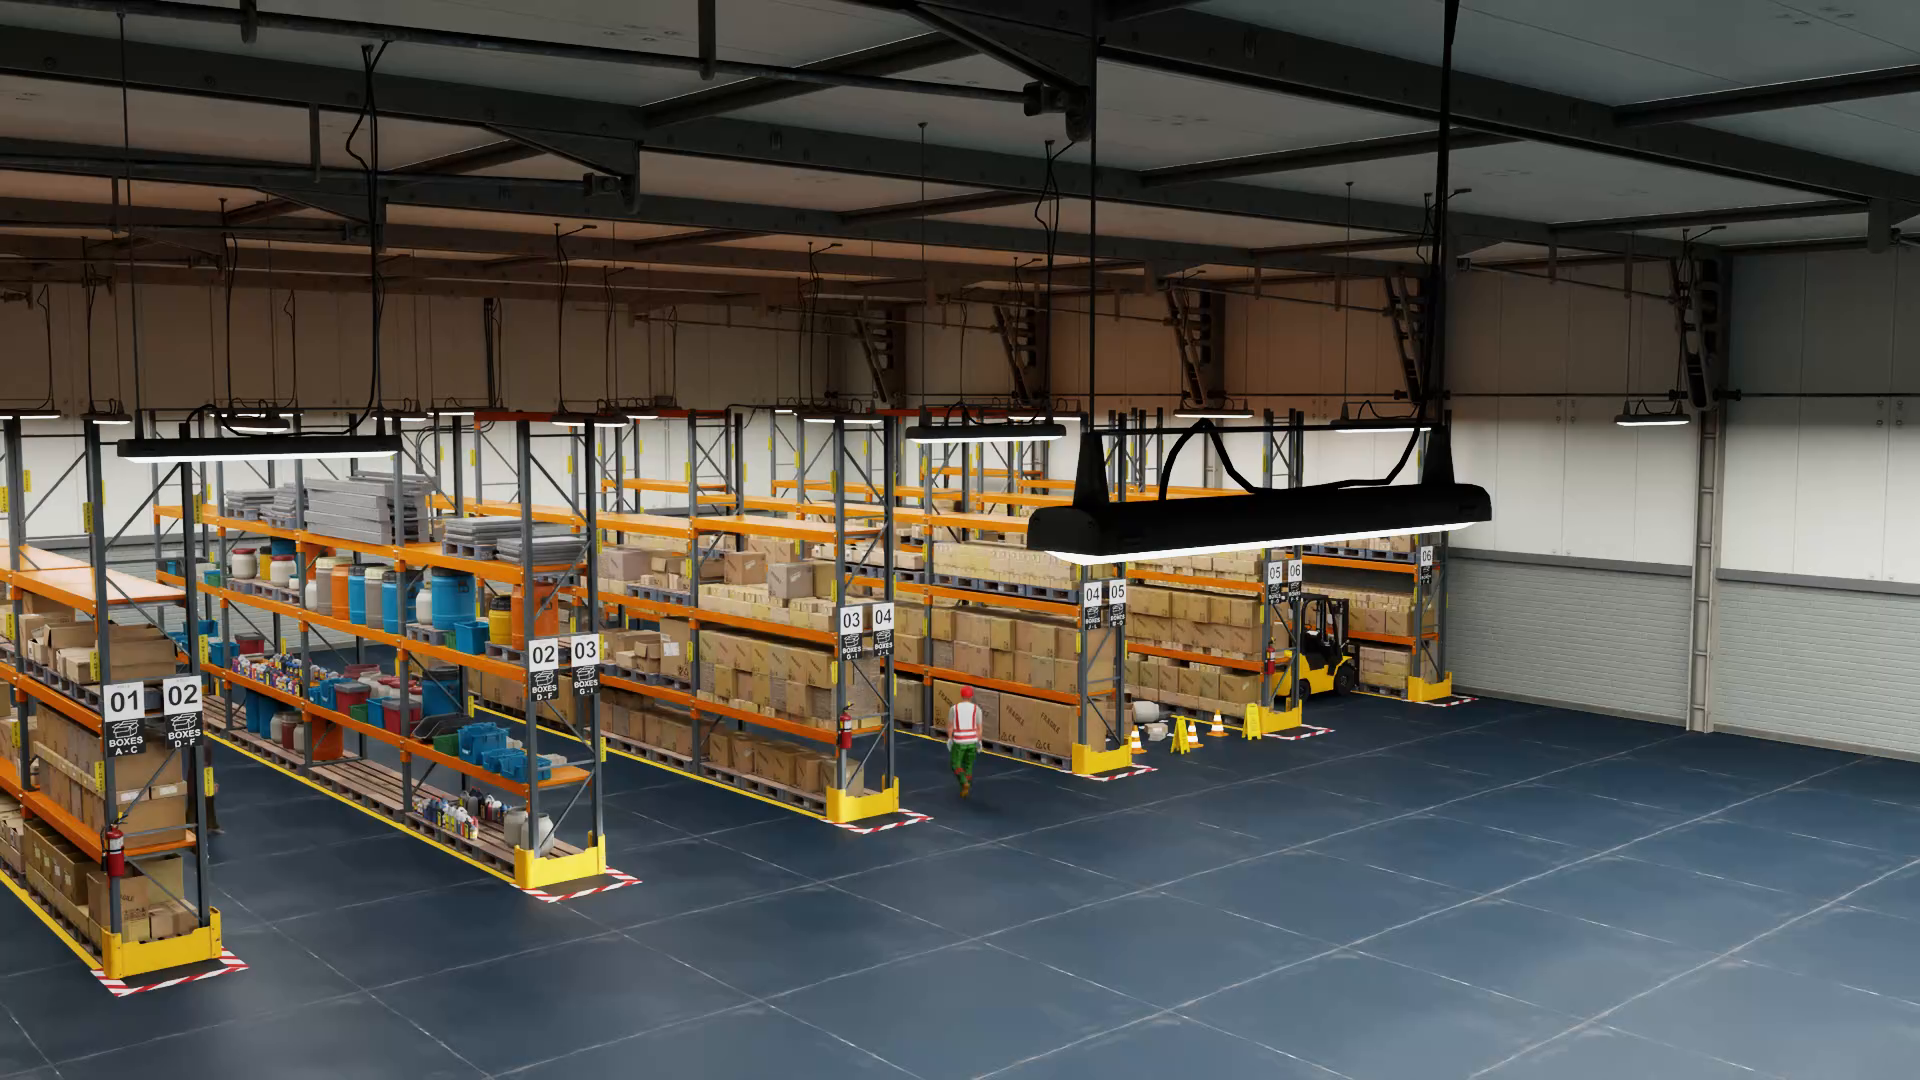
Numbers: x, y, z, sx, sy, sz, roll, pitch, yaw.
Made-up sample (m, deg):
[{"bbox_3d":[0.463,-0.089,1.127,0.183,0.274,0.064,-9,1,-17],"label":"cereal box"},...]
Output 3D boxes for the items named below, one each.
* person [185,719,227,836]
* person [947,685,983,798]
[{"bbox_3d":[-10.731,3.397,23.534,0.587,1.820,0.703,-2,5,-22],"label":"person"},{"bbox_3d":[0.088,3.157,25.907,0.543,1.780,0.682,-1,5,-15],"label":"person"}]
